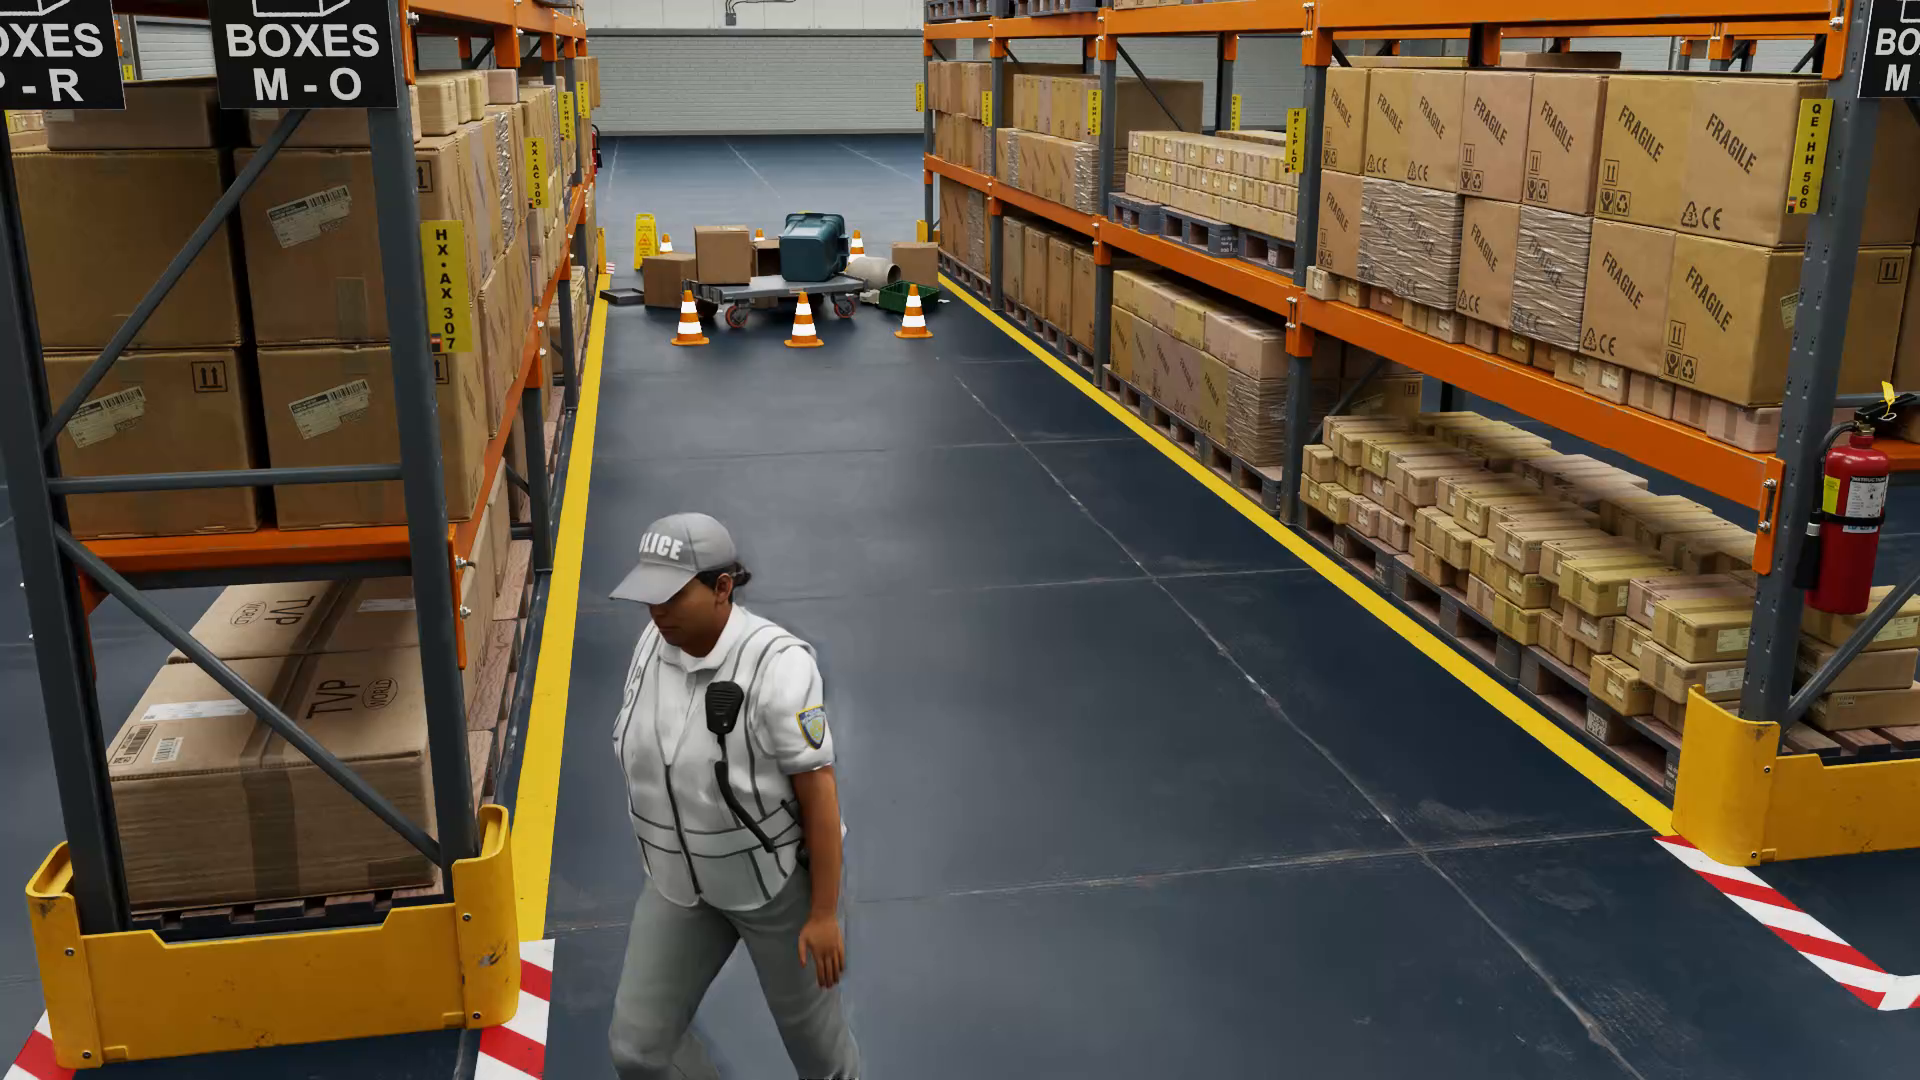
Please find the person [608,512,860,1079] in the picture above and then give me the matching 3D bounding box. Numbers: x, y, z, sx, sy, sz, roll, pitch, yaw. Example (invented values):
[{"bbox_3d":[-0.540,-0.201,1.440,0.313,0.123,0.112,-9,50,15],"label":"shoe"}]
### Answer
[{"bbox_3d":[-0.459,0.752,3.540,0.557,1.698,0.513,6,18,21],"label":"person"}]
